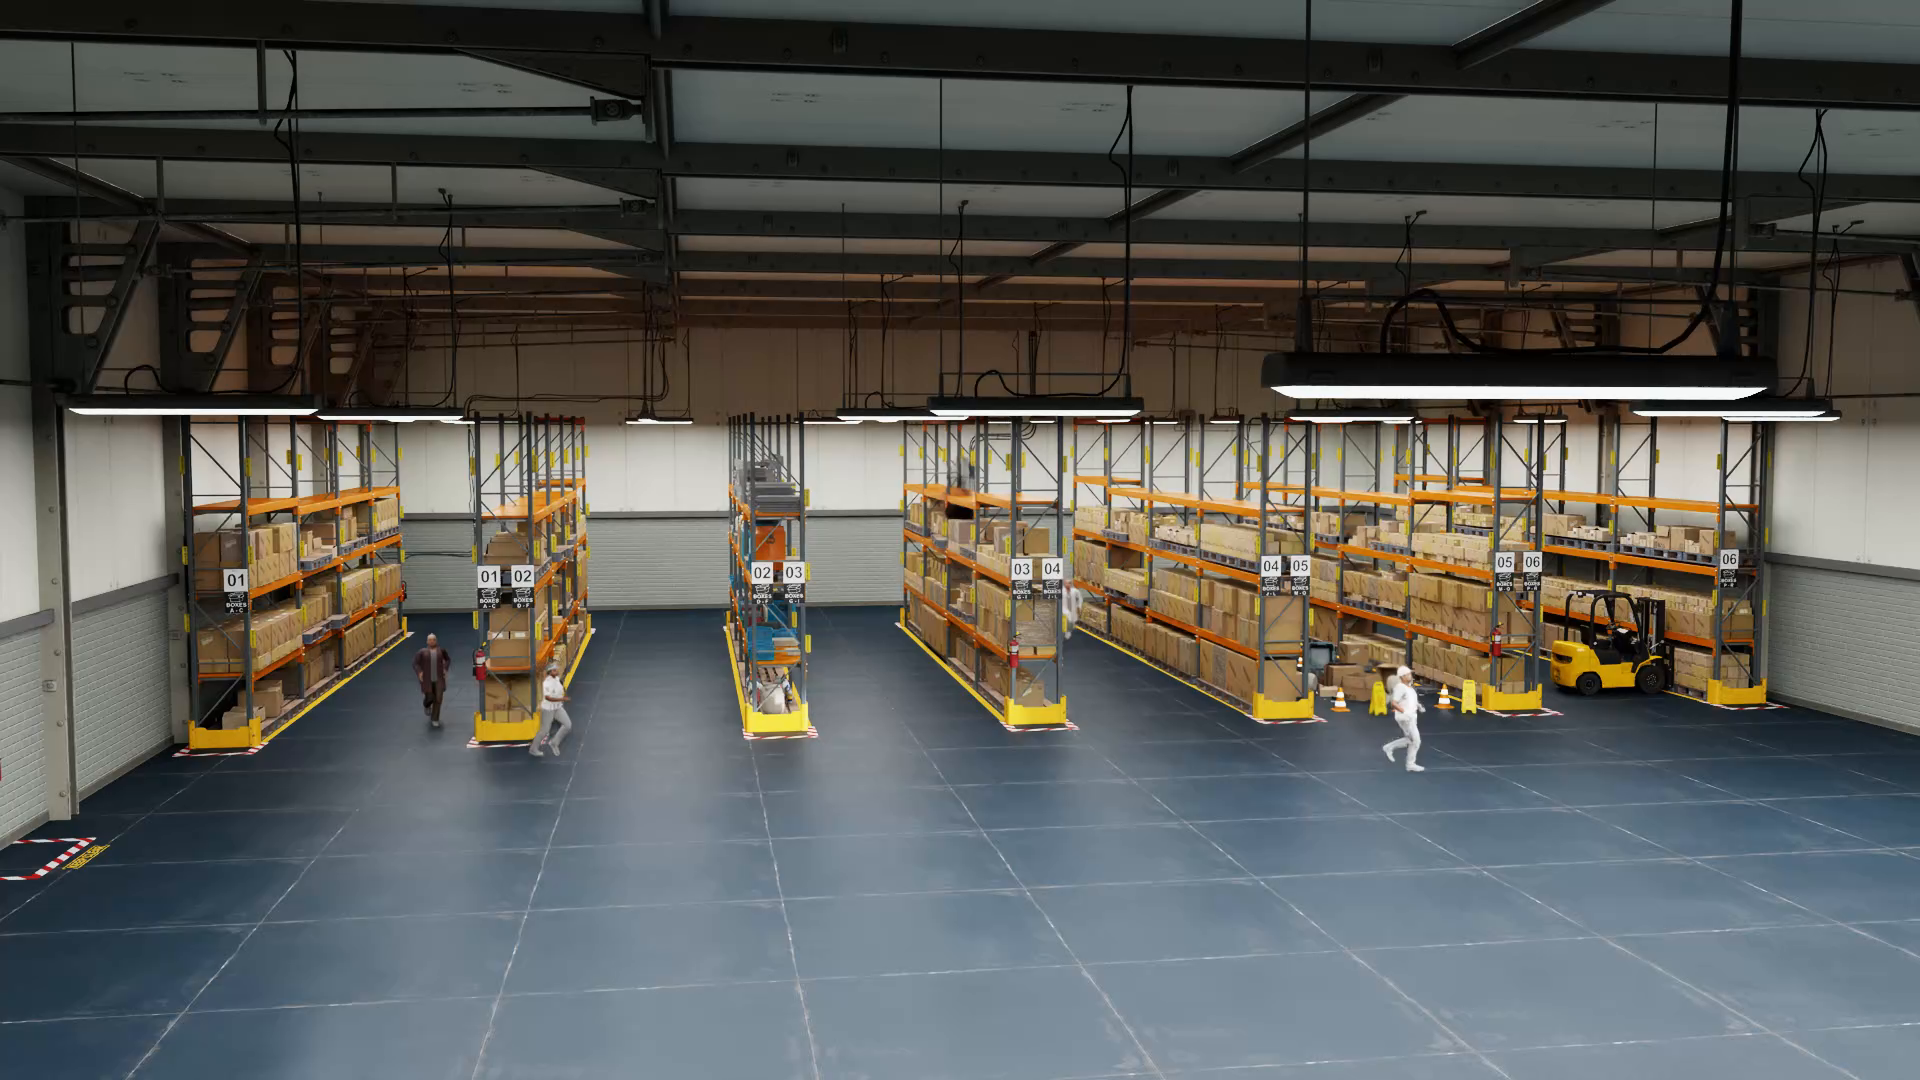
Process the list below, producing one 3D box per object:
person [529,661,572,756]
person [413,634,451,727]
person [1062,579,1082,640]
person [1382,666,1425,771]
[{"bbox_3d":[-7.040,2.917,28.771,0.835,1.671,0.589,2,4,22],"label":"person"},{"bbox_3d":[-10.153,2.686,32.034,0.710,1.751,0.782,-2,4,-25],"label":"person"},{"bbox_3d":[2.847,1.827,43.517,0.719,1.626,0.862,0,4,-4],"label":"person"},{"bbox_3d":[7.391,2.970,27.708,0.730,1.739,0.689,2,4,27],"label":"person"}]
